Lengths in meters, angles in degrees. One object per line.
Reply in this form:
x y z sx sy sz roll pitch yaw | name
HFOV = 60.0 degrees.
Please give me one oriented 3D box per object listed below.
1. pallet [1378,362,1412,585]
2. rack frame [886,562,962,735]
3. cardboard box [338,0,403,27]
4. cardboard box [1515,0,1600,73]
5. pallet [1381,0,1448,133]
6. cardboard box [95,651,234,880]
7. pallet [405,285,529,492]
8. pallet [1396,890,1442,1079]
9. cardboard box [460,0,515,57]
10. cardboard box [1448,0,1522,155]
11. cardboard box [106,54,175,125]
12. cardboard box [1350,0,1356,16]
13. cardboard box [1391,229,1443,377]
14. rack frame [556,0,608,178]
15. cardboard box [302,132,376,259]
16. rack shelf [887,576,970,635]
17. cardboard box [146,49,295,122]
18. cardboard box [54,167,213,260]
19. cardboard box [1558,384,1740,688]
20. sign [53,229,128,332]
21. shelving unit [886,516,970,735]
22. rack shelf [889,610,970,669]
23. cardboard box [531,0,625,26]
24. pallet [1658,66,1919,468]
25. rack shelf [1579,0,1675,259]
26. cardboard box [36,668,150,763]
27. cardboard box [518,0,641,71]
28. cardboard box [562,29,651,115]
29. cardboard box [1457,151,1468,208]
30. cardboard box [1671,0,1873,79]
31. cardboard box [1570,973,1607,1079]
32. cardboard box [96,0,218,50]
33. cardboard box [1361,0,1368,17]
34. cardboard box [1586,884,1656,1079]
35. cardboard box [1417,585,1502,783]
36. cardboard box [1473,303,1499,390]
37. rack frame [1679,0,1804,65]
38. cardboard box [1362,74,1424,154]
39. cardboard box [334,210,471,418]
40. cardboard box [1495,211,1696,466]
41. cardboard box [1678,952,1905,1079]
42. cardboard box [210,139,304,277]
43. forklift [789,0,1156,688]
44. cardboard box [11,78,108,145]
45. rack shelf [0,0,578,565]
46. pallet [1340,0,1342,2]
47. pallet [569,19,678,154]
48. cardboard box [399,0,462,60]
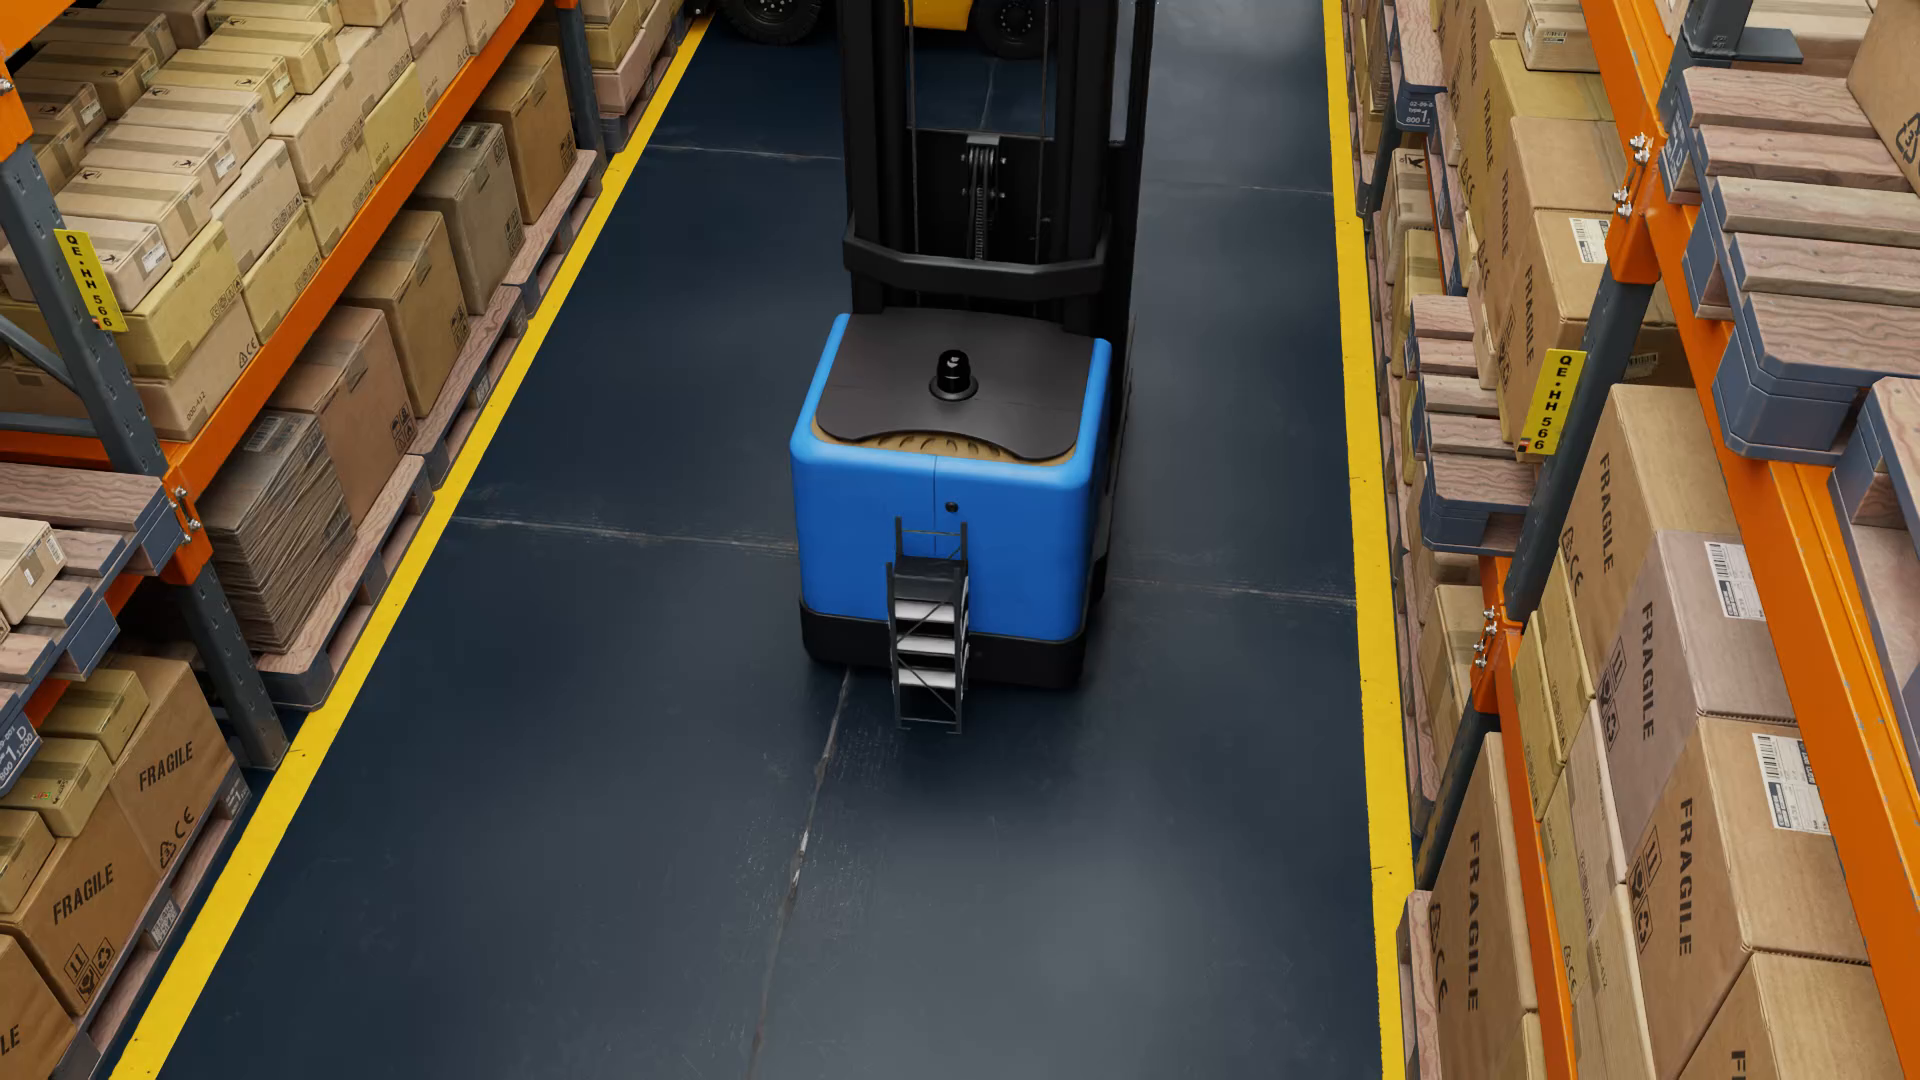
2.283 -0.255 6.866 1.003 0.211 1.213 5 44 6 | pallet
-0.117 0.386 5.688 0.240 0.900 0.006 5 48 5 | rack frame
-2.300 -2.038 6.176 0.380 0.149 0.250 4 44 4 | cardboard box
1.952 -1.579 5.169 0.380 0.149 0.250 3 44 4 | cardboard box
2.299 -2.055 6.878 1.003 0.211 1.213 5 44 6 | pallet
-2.748 0.708 5.333 0.500 0.500 0.500 6 44 7 | cardboard box
-2.594 -0.729 7.366 1.003 0.211 1.213 5 44 6 | pallet
1.836 1.637 4.867 1.003 0.211 1.213 5 44 6 | pallet
-2.245 -2.316 7.123 0.500 0.250 0.500 5 44 5 | cardboard box
1.996 -1.607 5.671 0.500 0.500 0.500 4 44 4 | cardboard box
-2.987 -1.503 5.901 0.500 0.250 0.500 5 44 5 | cardboard box
2.557 -3.267 9.713 0.500 0.250 0.500 8 44 8 | cardboard box
2.385 -0.982 7.212 0.950 0.372 0.625 8 44 8 | cardboard box
-2.377 -3.081 7.822 1.000 3.000 0.127 5 44 6 | rack frame
-2.472 -1.274 6.023 0.500 0.250 0.500 4 44 4 | cardboard box
-0.106 0.213 5.649 0.258 0.077 0.200 5 48 5 | rack shelf
-2.503 -1.530 5.639 0.380 0.149 0.250 6 44 6 | cardboard box
-2.538 -0.999 5.079 0.380 0.149 0.250 6 44 6 | cardboard box
1.707 0.009 3.759 0.500 0.500 0.500 4 44 4 | cardboard box
-2.367 -0.703 4.527 0.100 0.325 0.005 5 44 6 | sign
-0.105 0.312 5.757 0.258 0.900 0.210 5 48 5 | shelving unit
-0.105 0.334 5.781 0.258 0.077 0.200 5 48 5 | rack shelf
-2.002 -2.899 8.597 0.500 0.250 0.500 5 44 5 | cardboard box
1.982 -0.483 3.034 1.213 0.211 1.003 7 44 7 | pallet
2.279 -2.097 5.124 1.077 0.370 4.000 5 44 6 | rack shelf
-2.720 0.525 5.055 0.380 0.149 0.250 3 44 3 | cardboard box
-2.007 -2.718 8.769 0.500 0.250 0.500 5 44 5 | cardboard box
-1.985 -2.534 8.939 0.500 0.250 0.500 6 44 6 | cardboard box
1.951 -1.275 5.792 0.380 0.149 0.250 4 44 4 | cardboard box
1.848 -1.138 3.771 0.380 0.149 0.250 5 44 6 | cardboard box
1.575 1.168 3.444 0.500 0.250 0.500 7 44 7 | cardboard box
-2.879 -1.915 6.046 0.380 0.149 0.250 6 44 7 | cardboard box
2.488 -3.181 9.076 0.500 0.500 0.500 7 44 8 | cardboard box
1.556 0.981 3.278 0.500 0.250 0.500 5 44 5 | cardboard box
2.100 0.512 5.634 0.950 0.372 0.625 3 43 3 | cardboard box
1.778 -0.577 5.055 0.380 0.149 0.250 5 44 5 | cardboard box
2.015 -2.084 2.406 1.000 3.000 0.127 5 44 6 | rack frame
2.356 -2.213 8.600 0.500 0.250 0.500 7 44 7 | cardboard box
-2.642 -0.973 7.018 0.875 0.625 0.625 4 44 4 | cardboard box
1.799 -0.538 4.542 0.500 0.500 0.500 4 44 4 | cardboard box
1.498 1.042 2.668 0.500 0.500 0.500 6 44 6 | cardboard box
-2.537 -1.103 5.479 0.500 0.250 0.500 7 44 7 | cardboard box
0.160 -1.545 6.250 1.130 2.935 3.031 6 44 7 | forklift
-3.081 -1.400 5.502 0.380 0.149 0.250 4 44 5 | cardboard box
-2.641 -1.456 6.630 1.077 0.370 4.000 5 44 6 | rack shelf
2.920 -3.743 10.550 1.003 0.211 1.213 5 44 6 | pallet
-2.230 -2.606 9.349 1.003 0.211 1.213 5 44 6 | pallet
-2.323 -2.151 6.585 0.500 0.250 0.500 6 44 6 | cardboard box
